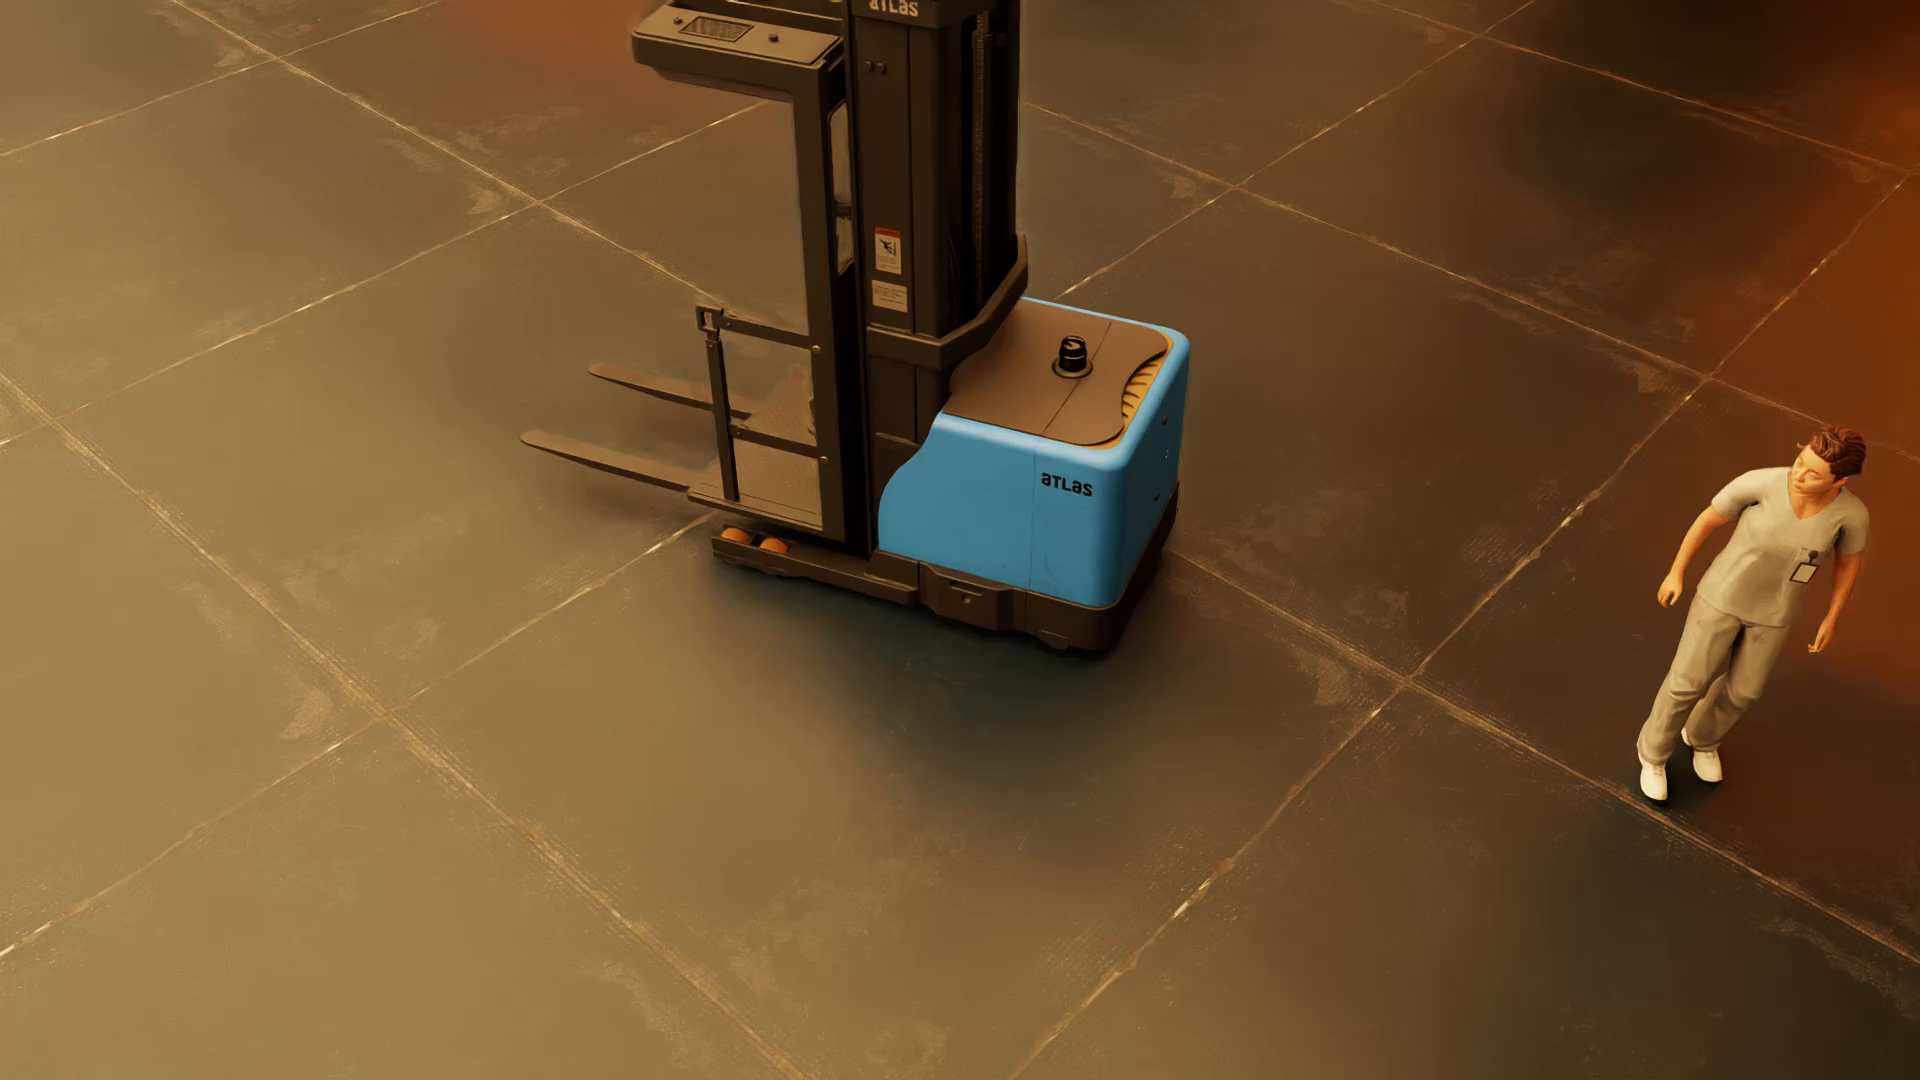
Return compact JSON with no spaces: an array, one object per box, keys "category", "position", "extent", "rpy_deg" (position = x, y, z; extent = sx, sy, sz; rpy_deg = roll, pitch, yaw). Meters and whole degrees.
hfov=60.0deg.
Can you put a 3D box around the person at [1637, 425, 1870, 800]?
[{"category":"person","position":[2.884,0.300,6.097],"extent":[0.621,1.606,0.457],"rpy_deg":[10,42,12]}]

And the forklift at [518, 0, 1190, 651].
[{"category":"forklift","position":[-0.575,-1.256,6.892],"extent":[3.031,2.935,1.130],"rpy_deg":[15,43,17]}]
